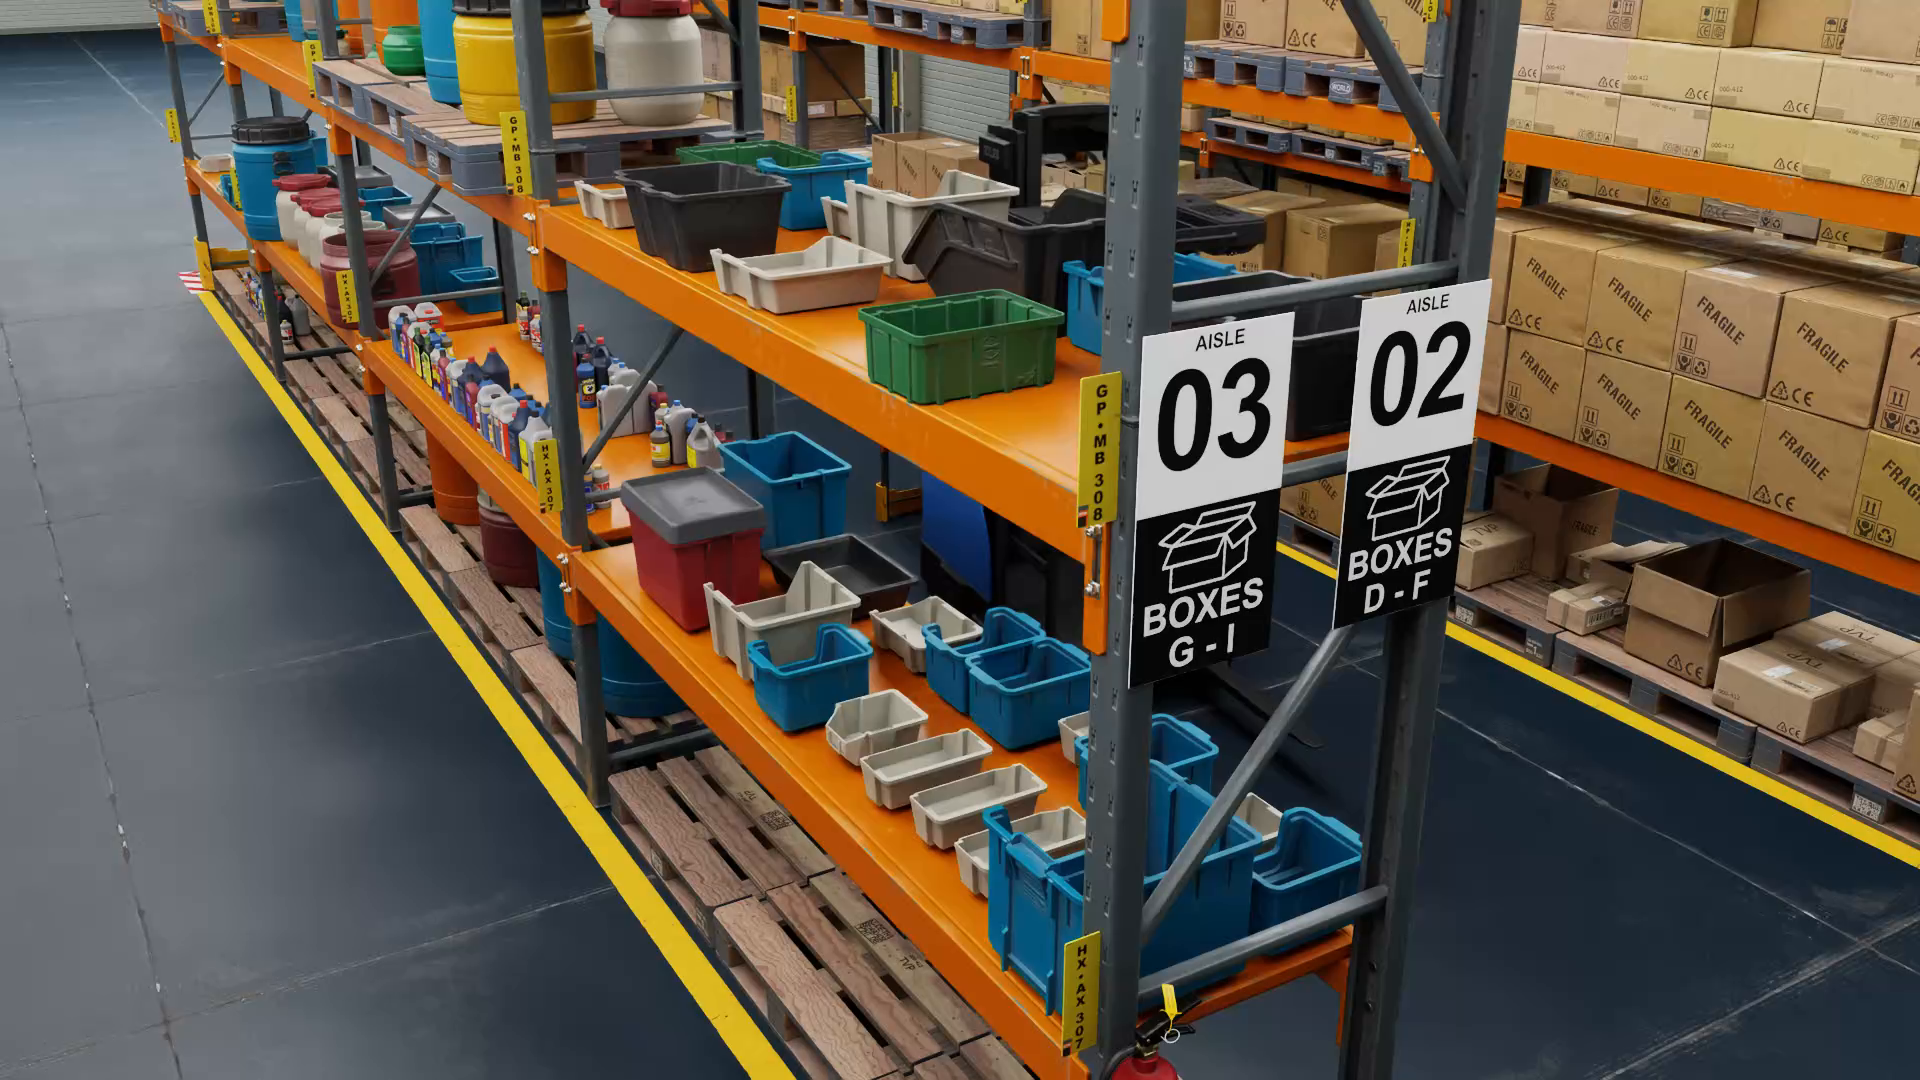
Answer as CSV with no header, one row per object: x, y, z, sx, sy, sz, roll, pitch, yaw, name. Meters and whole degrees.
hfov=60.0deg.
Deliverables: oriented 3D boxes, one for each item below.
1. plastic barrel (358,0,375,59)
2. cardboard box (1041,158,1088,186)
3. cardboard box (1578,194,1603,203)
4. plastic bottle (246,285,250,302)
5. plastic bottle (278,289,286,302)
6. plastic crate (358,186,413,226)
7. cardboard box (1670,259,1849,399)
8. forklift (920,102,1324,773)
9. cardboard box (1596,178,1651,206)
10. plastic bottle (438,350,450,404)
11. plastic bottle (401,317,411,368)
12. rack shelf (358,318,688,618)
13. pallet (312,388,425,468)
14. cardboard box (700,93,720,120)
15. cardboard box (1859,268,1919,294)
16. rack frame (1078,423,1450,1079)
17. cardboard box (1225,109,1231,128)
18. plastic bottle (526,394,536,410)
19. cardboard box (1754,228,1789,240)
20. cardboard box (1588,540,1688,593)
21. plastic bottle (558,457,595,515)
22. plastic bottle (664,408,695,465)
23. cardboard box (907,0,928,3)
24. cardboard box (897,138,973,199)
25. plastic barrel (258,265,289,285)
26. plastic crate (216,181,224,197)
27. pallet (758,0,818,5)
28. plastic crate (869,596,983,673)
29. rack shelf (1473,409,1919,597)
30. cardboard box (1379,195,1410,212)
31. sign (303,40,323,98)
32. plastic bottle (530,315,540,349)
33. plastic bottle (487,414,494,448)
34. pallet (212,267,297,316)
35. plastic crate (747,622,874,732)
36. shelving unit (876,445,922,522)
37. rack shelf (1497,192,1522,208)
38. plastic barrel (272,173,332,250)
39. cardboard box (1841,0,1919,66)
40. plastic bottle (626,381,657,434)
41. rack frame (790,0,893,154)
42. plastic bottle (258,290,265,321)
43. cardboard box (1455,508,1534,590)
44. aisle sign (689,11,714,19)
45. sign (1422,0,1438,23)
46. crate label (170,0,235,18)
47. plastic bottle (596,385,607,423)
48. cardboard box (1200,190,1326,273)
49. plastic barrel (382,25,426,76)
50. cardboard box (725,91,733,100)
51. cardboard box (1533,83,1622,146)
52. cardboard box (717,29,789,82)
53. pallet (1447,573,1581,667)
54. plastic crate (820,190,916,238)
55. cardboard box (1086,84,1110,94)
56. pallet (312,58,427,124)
-3.568,-3.473,10.724,0.600,0.901,0.600,0,22,0,plastic barrel
1.372,-4.756,21.516,0.500,0.311,0.500,-16,27,-34,cardboard box
5.570,-2.948,14.388,0.380,0.149,0.250,-13,25,-29,cardboard box
-6.710,-2.361,15.768,0.097,0.201,0.097,0,22,0,plastic bottle
-6.143,-2.132,15.096,0.061,0.283,0.133,-13,25,-28,plastic bottle
-4.547,-2.534,13.084,0.392,0.384,0.575,-13,25,-28,plastic crate
3.758,-1.003,7.835,0.500,0.500,0.500,-12,25,-27,cardboard box
0.809,-0.655,8.531,1.130,2.935,3.031,-9,24,-22,forklift
5.723,-3.104,13.911,0.500,0.500,0.500,-13,25,-28,cardboard box
-2.841,-0.905,9.209,0.061,0.283,0.133,-13,25,-28,plastic bottle
-3.263,-1.172,9.867,0.061,0.283,0.133,-13,25,-28,plastic bottle
-2.313,-0.563,9.169,1.077,0.370,4.000,-13,25,-28,rack shelf
-4.316,-0.905,12.757,1.003,0.211,1.213,-13,25,-28,pallet
-2.412,-4.647,18.128,0.700,0.500,0.500,-12,25,-28,cardboard box
4.487,-0.940,7.681,0.500,0.500,0.500,-12,25,-28,cardboard box
0.752,1.046,4.255,1.000,3.000,0.127,-13,25,-28,rack frame
3.083,-4.878,19.000,0.500,0.250,0.500,-12,25,-28,cardboard box
-2.186,-0.610,8.499,0.097,0.271,0.097,0,22,0,plastic bottle
6.381,-2.346,12.908,0.380,0.149,0.250,-13,25,-28,cardboard box
3.887,0.214,9.288,0.500,0.311,0.500,-13,25,-28,cardboard box
-1.771,-0.257,7.625,0.152,0.276,0.135,-13,25,-28,plastic bottle
-1.387,-0.533,8.304,0.152,0.276,0.135,-13,25,-28,plastic bottle
-0.194,-4.674,13.986,0.500,0.250,0.500,-15,27,-33,cardboard box
-0.214,-3.252,14.696,0.500,0.500,0.500,-13,25,-28,cardboard box
-6.763,-2.815,16.500,0.421,0.512,0.421,0,22,0,plastic barrel
-6.425,-3.194,15.035,0.530,0.136,0.437,-13,25,-28,plastic crate
-1.576,-5.410,16.272,1.003,0.211,1.213,-13,25,-28,pallet
-0.143,0.351,6.234,0.293,0.136,0.466,-13,25,-28,plastic crate
3.990,-0.220,8.324,1.077,0.370,4.000,-13,25,-28,rack shelf
4.532,-3.262,16.594,0.500,0.250,0.500,-12,25,-27,cardboard box
-3.804,-2.777,9.815,0.100,0.325,0.005,-13,25,-28,sign
-2.600,-1.287,10.259,0.097,0.201,0.097,0,22,0,plastic bottle
-2.366,-0.580,8.518,0.097,0.201,0.097,0,22,0,plastic bottle
-6.932,-2.562,16.835,1.003,0.211,1.213,-13,25,-28,pallet
-0.518,0.480,5.789,0.416,0.233,0.300,-13,25,-28,plastic crate
-0.039,-0.719,10.590,0.587,1.500,1.083,-13,25,-28,shelving unit
6.204,-2.469,13.857,1.077,0.370,4.000,-13,25,-28,rack shelf
-5.078,-2.550,12.921,0.433,0.535,0.433,0,22,0,plastic barrel
4.206,-2.287,7.011,0.700,0.500,0.500,-13,25,-28,cardboard box
-1.673,-0.714,8.750,0.152,0.276,0.135,-13,25,-28,plastic bottle
-1.118,-3.790,16.153,1.000,3.000,0.127,-13,25,-28,rack frame
-6.297,-2.154,15.160,0.152,0.276,0.135,-12,25,-27,plastic bottle
2.997,0.019,9.768,0.500,0.311,0.500,-13,25,-28,cardboard box
-2.942,-6.367,19.040,0.394,0.787,0.004,-13,25,-28,aisle sign
2.494,-2.904,8.780,0.100,0.325,0.005,-13,25,-28,sign
-6.749,-4.785,14.814,0.502,0.251,0.408,-13,25,-28,crate label
-1.890,-0.725,8.875,0.097,0.201,0.097,0,22,0,plastic bottle
2.013,-2.002,11.062,0.500,0.500,0.700,20,30,41,cardboard box
-2.991,-2.669,9.059,0.294,0.245,0.294,0,22,0,plastic barrel
-2.226,-4.681,17.349,0.380,0.149,0.250,-12,25,-27,cardboard box
3.256,-2.153,8.341,0.500,0.250,0.500,-13,25,-28,cardboard box
-2.119,-5.067,17.439,0.700,0.500,0.500,-13,25,-28,cardboard box
3.319,0.314,9.759,1.003,0.211,1.213,-13,25,-28,pallet
-0.315,-1.178,6.093,0.293,0.136,0.466,-13,25,-28,plastic crate
1.858,-5.619,19.828,0.500,0.500,0.500,-12,25,-27,cardboard box
-3.028,-2.580,9.442,1.003,0.211,1.213,-13,25,-28,pallet
